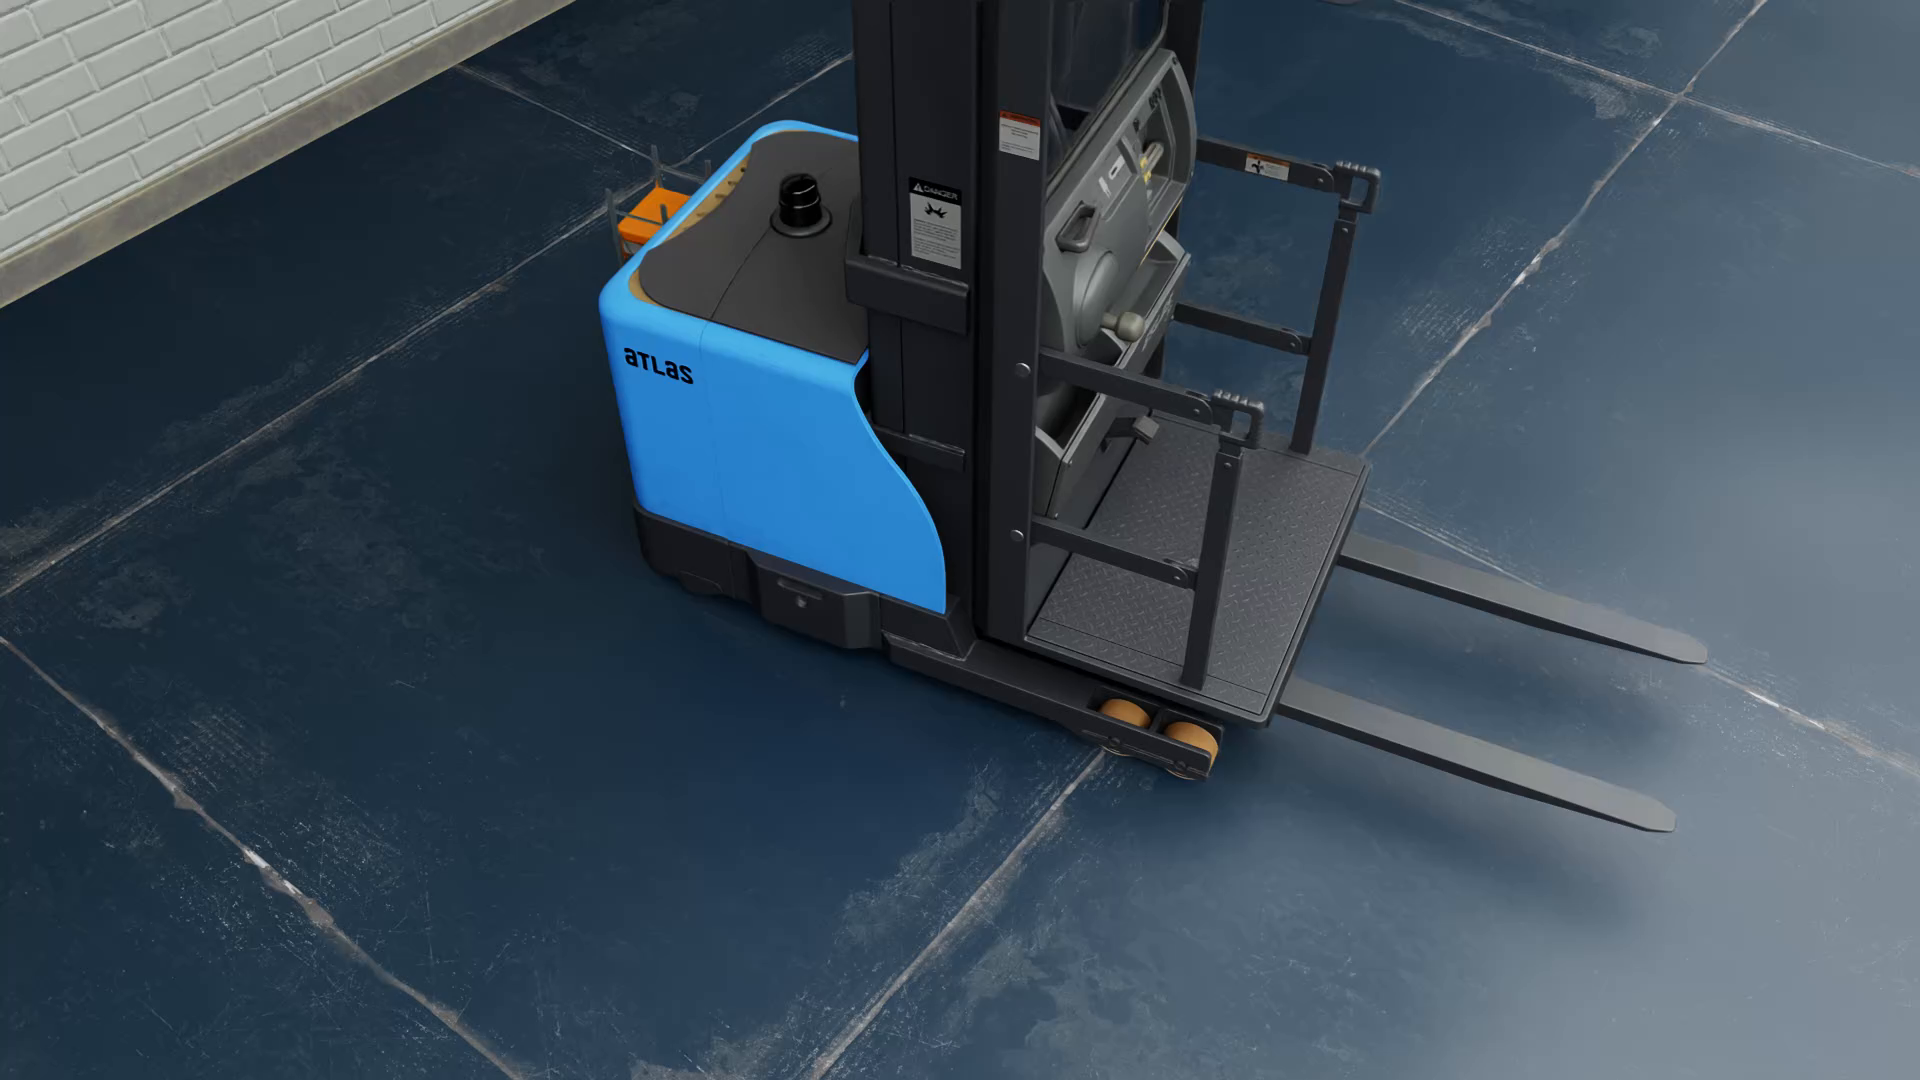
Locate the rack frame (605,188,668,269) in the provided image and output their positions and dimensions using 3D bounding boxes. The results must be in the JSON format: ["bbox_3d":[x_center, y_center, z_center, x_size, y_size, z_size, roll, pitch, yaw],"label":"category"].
[{"bbox_3d":[-0.923,-0.613,5.109,0.200,1.050,0.008,18,49,17],"label":"rack frame"}]

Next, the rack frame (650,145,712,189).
[{"bbox_3d":[-0.821,-0.773,5.262,0.200,1.050,0.008,18,49,17],"label":"rack frame"}]

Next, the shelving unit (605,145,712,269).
[{"bbox_3d":[-0.872,-0.693,5.186,0.215,1.050,0.252,18,49,17],"label":"shelving unit"}]

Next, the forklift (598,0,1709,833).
[{"bbox_3d":[0.580,-0.790,3.978,3.031,2.935,1.130,18,49,17],"label":"forklift"}]

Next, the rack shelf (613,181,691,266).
[{"bbox_3d":[-0.872,-0.882,4.988,0.215,0.259,0.240,18,49,17],"label":"rack shelf"}]
